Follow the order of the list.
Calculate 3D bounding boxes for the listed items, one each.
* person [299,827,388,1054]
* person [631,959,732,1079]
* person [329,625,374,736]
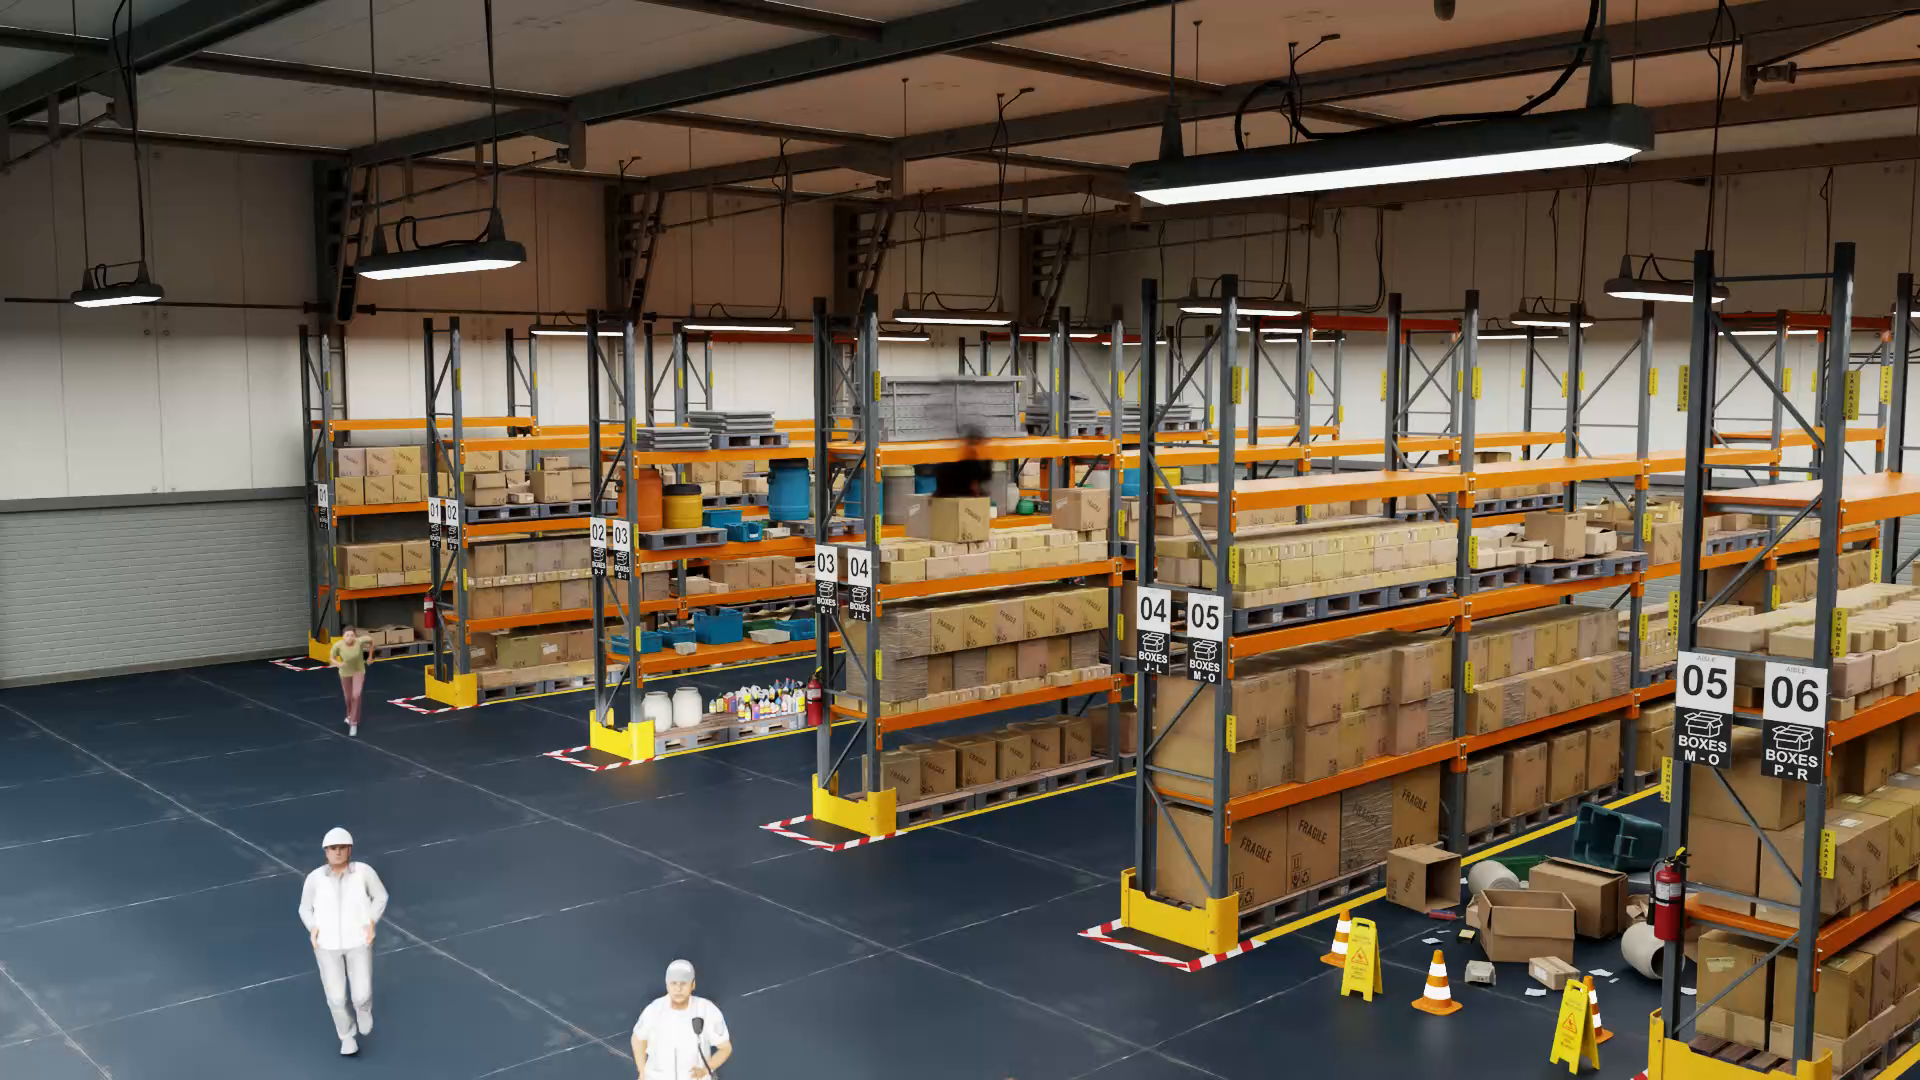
[{"bbox_3d":[-4.665,3.034,12.590,0.638,1.725,0.576,-2,6,-16],"label":"person"},{"bbox_3d":[-1.690,3.338,10.076,0.620,1.632,0.803,0,6,-4],"label":"person"},{"bbox_3d":[-8.766,1.981,23.991,0.618,1.623,0.950,-2,6,-20],"label":"person"}]
